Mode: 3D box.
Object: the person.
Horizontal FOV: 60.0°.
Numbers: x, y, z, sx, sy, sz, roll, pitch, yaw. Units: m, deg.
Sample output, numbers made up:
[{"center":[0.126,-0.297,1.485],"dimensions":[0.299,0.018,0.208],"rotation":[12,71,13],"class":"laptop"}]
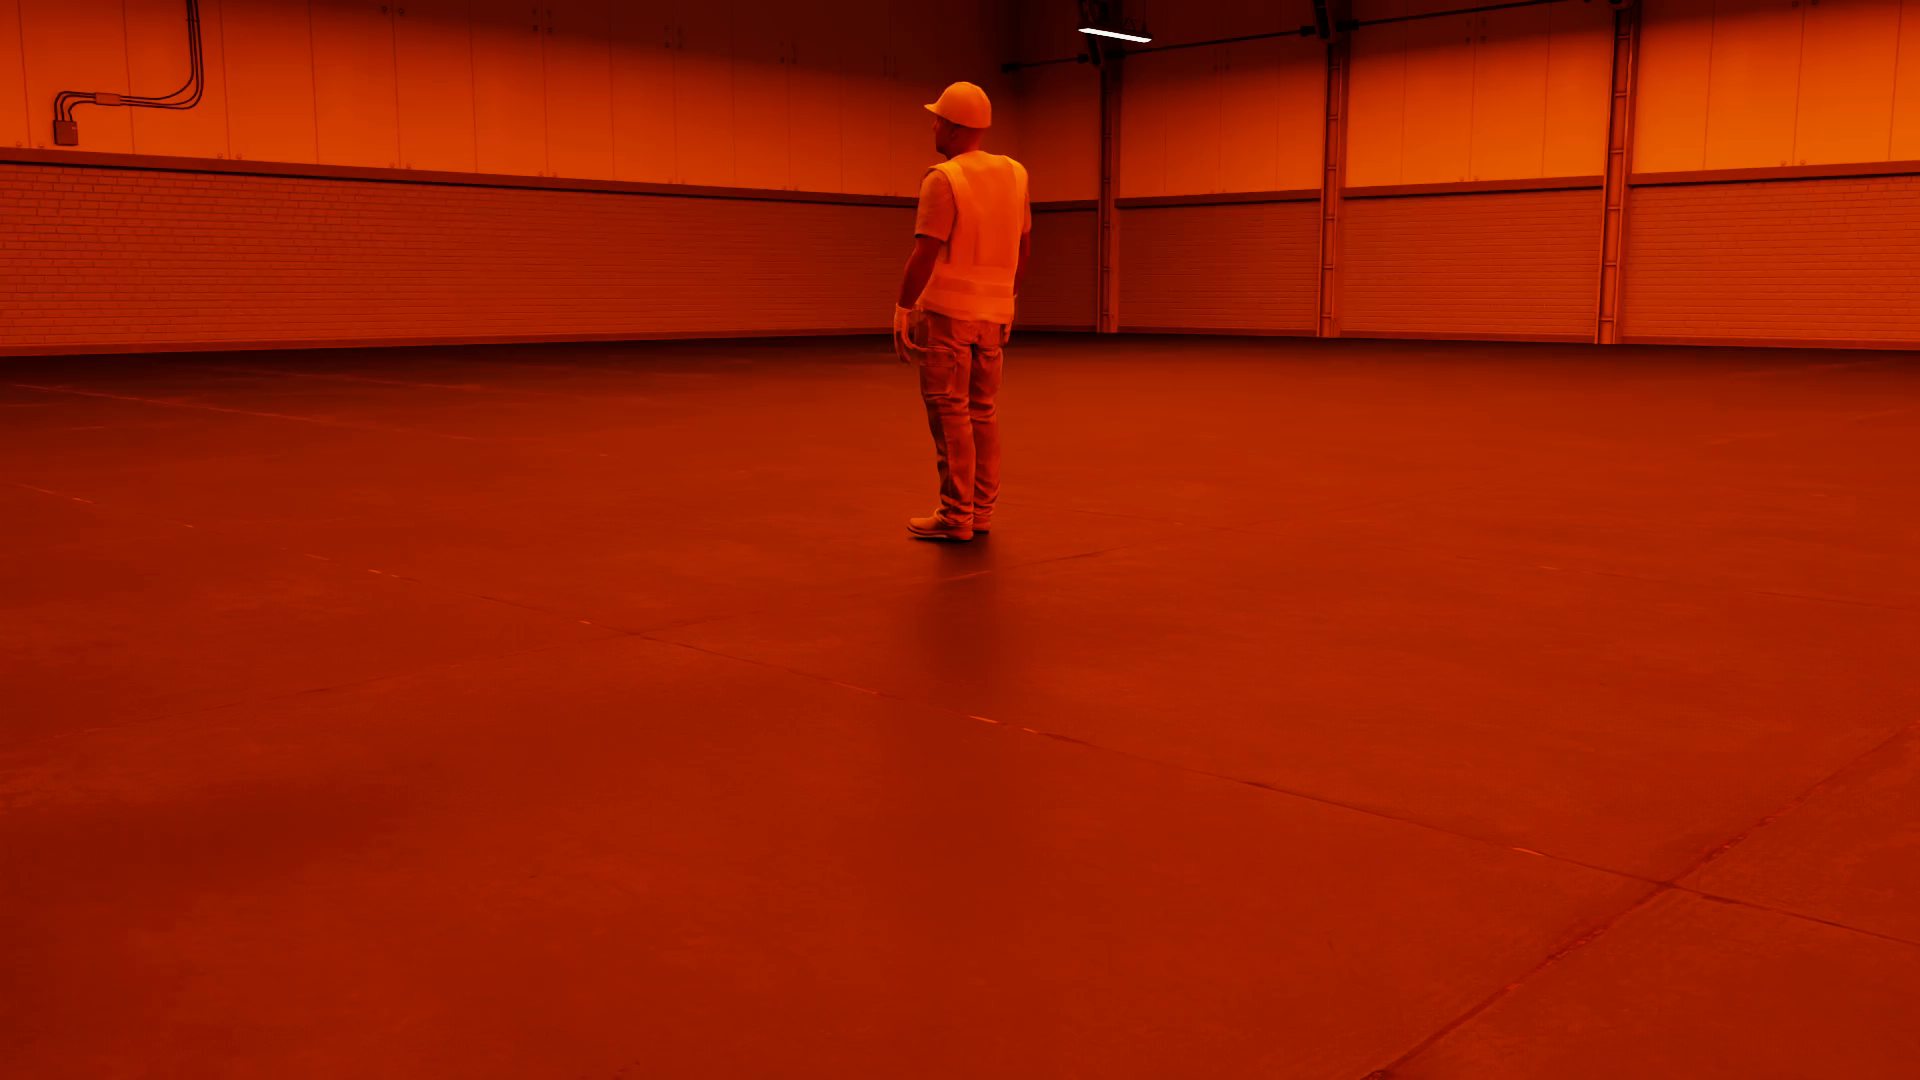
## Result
[{"center":[-0.045,-0.897,6.639],"dimensions":[0.577,1.782,0.656],"rotation":[8,12,43],"class":"person"}]
